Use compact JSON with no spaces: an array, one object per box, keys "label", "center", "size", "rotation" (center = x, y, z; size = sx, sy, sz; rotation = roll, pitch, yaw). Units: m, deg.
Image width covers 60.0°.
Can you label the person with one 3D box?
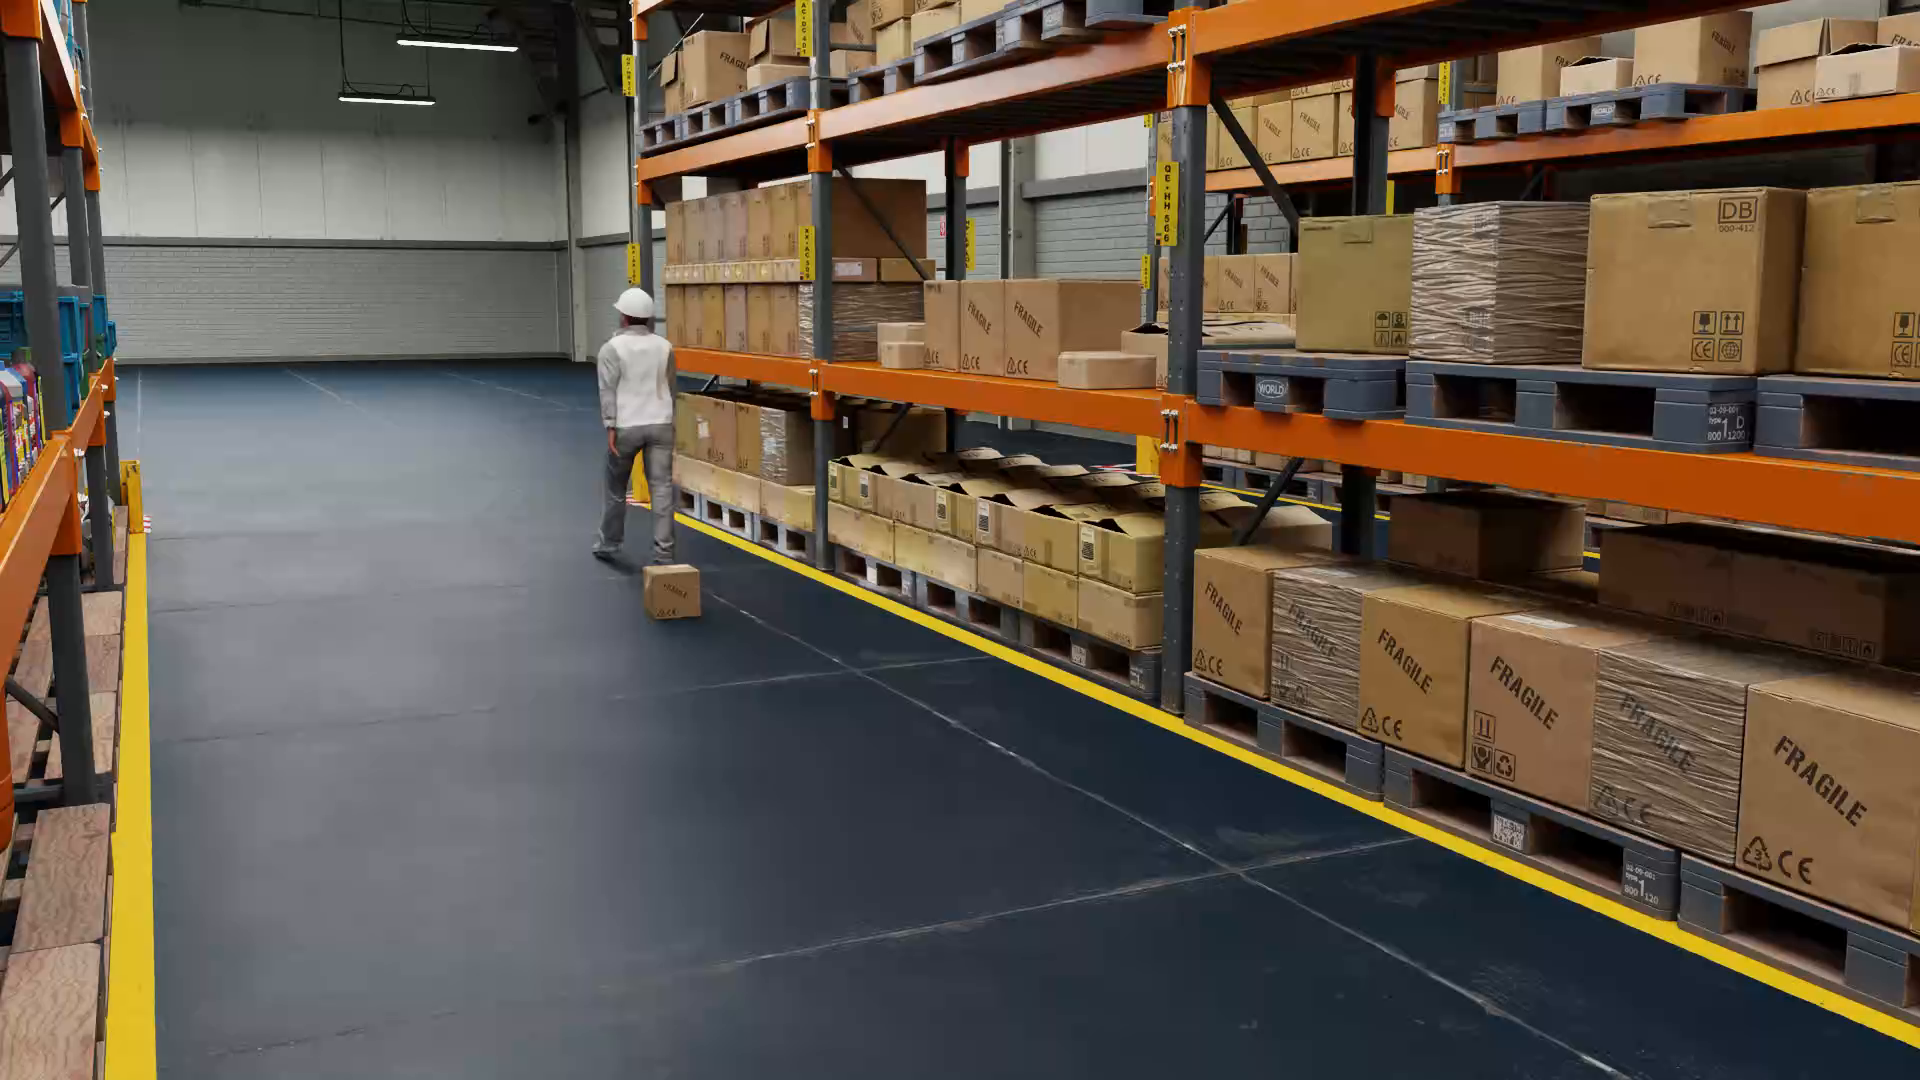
[{"label":"person","center":[-2.092,-0.742,10.666],"size":[0.552,1.714,1.013],"rotation":[-4,9,-26]}]
